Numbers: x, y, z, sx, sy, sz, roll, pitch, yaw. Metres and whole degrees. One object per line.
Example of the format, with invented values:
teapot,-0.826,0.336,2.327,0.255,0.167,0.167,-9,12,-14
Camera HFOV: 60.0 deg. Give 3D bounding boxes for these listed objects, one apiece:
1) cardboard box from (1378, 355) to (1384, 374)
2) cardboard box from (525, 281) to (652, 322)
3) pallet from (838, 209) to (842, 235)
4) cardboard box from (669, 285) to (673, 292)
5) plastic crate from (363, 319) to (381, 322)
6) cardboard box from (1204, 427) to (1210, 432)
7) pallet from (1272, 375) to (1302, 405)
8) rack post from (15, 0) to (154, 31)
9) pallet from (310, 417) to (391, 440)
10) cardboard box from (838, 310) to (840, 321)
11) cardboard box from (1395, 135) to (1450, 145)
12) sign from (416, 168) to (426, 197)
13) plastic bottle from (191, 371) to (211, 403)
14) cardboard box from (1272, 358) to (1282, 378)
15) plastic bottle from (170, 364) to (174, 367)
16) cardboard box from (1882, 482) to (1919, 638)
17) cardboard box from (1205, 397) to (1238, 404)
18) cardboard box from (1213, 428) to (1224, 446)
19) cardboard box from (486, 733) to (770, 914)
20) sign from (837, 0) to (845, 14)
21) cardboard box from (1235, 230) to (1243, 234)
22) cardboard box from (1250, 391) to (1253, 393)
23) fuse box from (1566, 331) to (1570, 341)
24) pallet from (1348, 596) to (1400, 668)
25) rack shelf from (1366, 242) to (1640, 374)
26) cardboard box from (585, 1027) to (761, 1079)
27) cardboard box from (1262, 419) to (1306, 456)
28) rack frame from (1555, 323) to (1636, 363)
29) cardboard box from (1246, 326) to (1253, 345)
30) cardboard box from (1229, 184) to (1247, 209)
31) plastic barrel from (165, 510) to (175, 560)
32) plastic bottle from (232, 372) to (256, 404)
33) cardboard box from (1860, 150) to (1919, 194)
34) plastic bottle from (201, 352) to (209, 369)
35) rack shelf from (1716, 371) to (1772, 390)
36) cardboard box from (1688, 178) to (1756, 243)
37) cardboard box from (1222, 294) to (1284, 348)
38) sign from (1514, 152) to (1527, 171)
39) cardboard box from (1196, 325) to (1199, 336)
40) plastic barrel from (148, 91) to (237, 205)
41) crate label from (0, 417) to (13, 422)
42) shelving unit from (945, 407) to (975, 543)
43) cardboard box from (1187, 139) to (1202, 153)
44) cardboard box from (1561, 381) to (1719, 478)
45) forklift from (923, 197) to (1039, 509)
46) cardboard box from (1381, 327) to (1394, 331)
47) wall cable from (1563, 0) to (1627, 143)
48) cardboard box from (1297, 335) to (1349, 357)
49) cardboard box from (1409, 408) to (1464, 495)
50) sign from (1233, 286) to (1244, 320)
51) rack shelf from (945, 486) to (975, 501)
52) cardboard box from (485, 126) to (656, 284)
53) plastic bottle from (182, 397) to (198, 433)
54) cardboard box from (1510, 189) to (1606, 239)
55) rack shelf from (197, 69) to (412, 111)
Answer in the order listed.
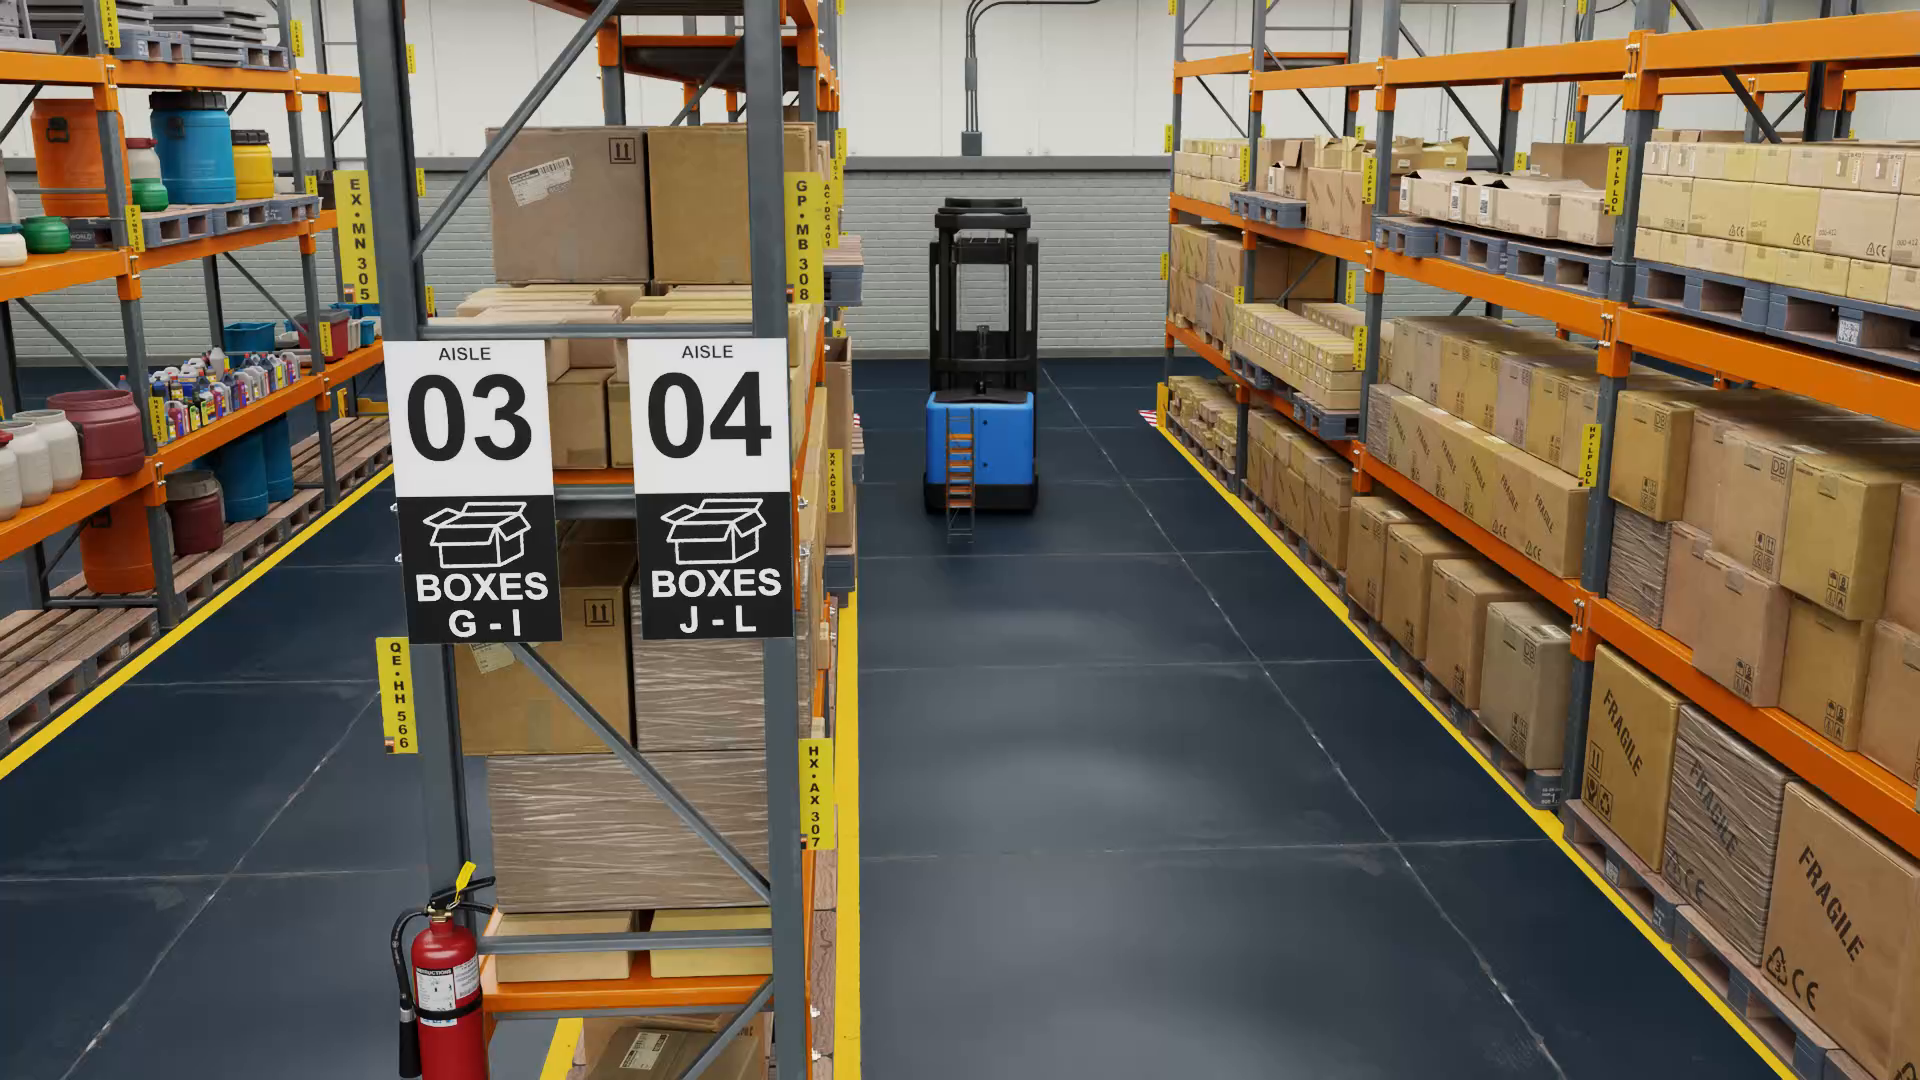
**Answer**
cardboard box,3.639,-1.461,13.750,0.380,0.149,0.250,-1,14,-3
cardboard box,-1.222,-0.770,5.481,0.380,0.149,0.250,-1,14,-3
pallet,-1.526,-2.385,12.634,1.213,0.211,1.003,0,14,-1
cardboard box,-1.355,-0.878,6.701,0.500,0.250,0.500,-1,15,-6
plastic crate,-6.638,-2.406,18.767,0.396,0.136,0.243,-1,14,-3
cardboard box,2.898,-1.149,18.349,0.380,0.149,0.250,-1,14,-2
pallet,3.360,-1.314,14.500,1.003,0.211,1.213,-1,14,-3
rack post,-6.462,-3.836,12.027,0.954,0.300,0.937,-1,14,-3
pallet,-6.860,-1.221,19.348,1.003,0.211,1.213,-1,14,-3
cardboard box,-1.456,-2.417,16.598,0.500,0.500,0.500,-1,14,-3
cardboard box,3.686,-3.083,13.233,0.396,0.266,0.258,-1,14,-3
sign,-6.324,-4.192,19.488,0.100,0.325,0.005,-1,14,-3
plastic bottle,-6.316,-1.225,13.867,0.144,0.351,0.185,-1,14,-3
cardboard box,2.940,-1.500,14.496,0.380,0.149,0.250,-2,15,-6
plastic bottle,-6.973,-1.407,14.710,0.061,0.283,0.133,-1,14,-3
cardboard box,4.010,0.109,6.115,0.875,0.550,0.550,-1,14,-3
cardboard box,2.934,-1.492,18.491,0.380,0.149,0.250,-1,14,-3
cardboard box,2.876,-1.084,17.501,0.380,0.149,0.250,-1,14,-5
cardboard box,-0.944,0.796,5.116,0.875,0.500,0.500,-1,14,-3
sign,-1.386,-6.255,19.243,0.100,0.325,0.005,-1,14,-3
cardboard box,3.377,-3.217,18.704,0.500,0.500,0.500,0,14,-1
cardboard box,3.440,-1.631,19.030,0.380,0.149,0.250,0,14,-1
fuse box,9.695,-3.781,26.287,0.539,1.711,0.414,-1,14,-3
pallet,3.497,0.632,12.146,1.003,0.211,1.213,-1,14,-3
rack shelf,3.647,-1.522,10.347,1.077,0.370,4.000,-1,14,-3
cardboard box,-0.960,1.977,5.496,0.500,0.500,0.500,2,15,7
cardboard box,3.093,-0.946,15.352,0.500,0.250,0.500,0,14,-2
rack frame,7.962,-3.007,20.692,1.000,3.000,0.127,-1,14,-3
cardboard box,2.875,-1.902,15.465,0.380,0.149,0.250,-1,14,-2
cardboard box,2.976,-3.408,16.534,0.500,0.250,0.500,-1,14,-2
plastic barrel,-6.548,-0.047,13.338,0.421,0.512,0.421,0,14,0
plastic bottle,-6.201,-1.322,14.393,0.152,0.276,0.135,-1,14,-3
cardboard box,3.565,-1.353,6.105,0.380,0.149,0.250,-1,14,-3
plastic bottle,-7.019,-1.595,15.440,0.061,0.283,0.133,-1,14,-3
rack shelf,8.334,-1.166,14.982,1.077,0.370,4.000,-1,14,-3
cardboard box,3.555,-1.445,7.264,0.500,0.250,0.500,-1,14,-4
cardboard box,2.964,-2.219,16.832,0.500,0.500,0.500,-1,14,-3
sign,4.078,-2.663,12.142,0.100,0.325,0.005,-1,14,-3
cardboard box,2.873,-2.375,18.743,0.380,0.149,0.250,-1,14,-5
plastic barrel,-6.366,-3.259,13.805,0.600,0.901,0.708,-1,14,-3
crate label,-6.585,-0.553,11.087,0.502,0.435,0.616,-1,14,-3
shelving unit,0.001,-0.577,14.863,0.258,1.200,0.189,-1,14,-3
cardboard box,2.777,-4.444,18.755,0.380,0.149,0.250,-1,14,-3
cardboard box,3.735,-0.577,9.041,0.700,0.500,0.500,-1,14,-4
forklift,0.249,-2.025,17.016,1.130,2.935,3.031,1,14,3
cardboard box,3.605,-1.730,14.198,0.380,0.149,0.250,0,14,-2
wall cable,10.862,-7.385,25.595,2.988,3.039,0.133,-1,14,-3
cardboard box,2.986,-1.594,13.670,0.380,0.149,0.250,0,14,-2
cardboard box,3.347,-0.596,11.123,0.500,0.500,0.500,-1,14,-3
sign,2.735,-2.319,16.283,0.100,0.325,0.005,-1,14,-3
rack shelf,0.001,-0.418,14.904,0.258,0.103,0.180,-1,14,-3
cardboard box,-1.286,-1.143,5.630,0.500,0.500,0.500,-1,14,-3
plastic bottle,-6.072,-0.993,13.099,0.061,0.283,0.133,-1,14,-3
cardboard box,3.475,-1.856,9.459,0.500,0.250,0.500,-1,14,-4
rack shelf,-6.748,-4.643,17.259,1.077,0.370,4.000,-1,14,-3
